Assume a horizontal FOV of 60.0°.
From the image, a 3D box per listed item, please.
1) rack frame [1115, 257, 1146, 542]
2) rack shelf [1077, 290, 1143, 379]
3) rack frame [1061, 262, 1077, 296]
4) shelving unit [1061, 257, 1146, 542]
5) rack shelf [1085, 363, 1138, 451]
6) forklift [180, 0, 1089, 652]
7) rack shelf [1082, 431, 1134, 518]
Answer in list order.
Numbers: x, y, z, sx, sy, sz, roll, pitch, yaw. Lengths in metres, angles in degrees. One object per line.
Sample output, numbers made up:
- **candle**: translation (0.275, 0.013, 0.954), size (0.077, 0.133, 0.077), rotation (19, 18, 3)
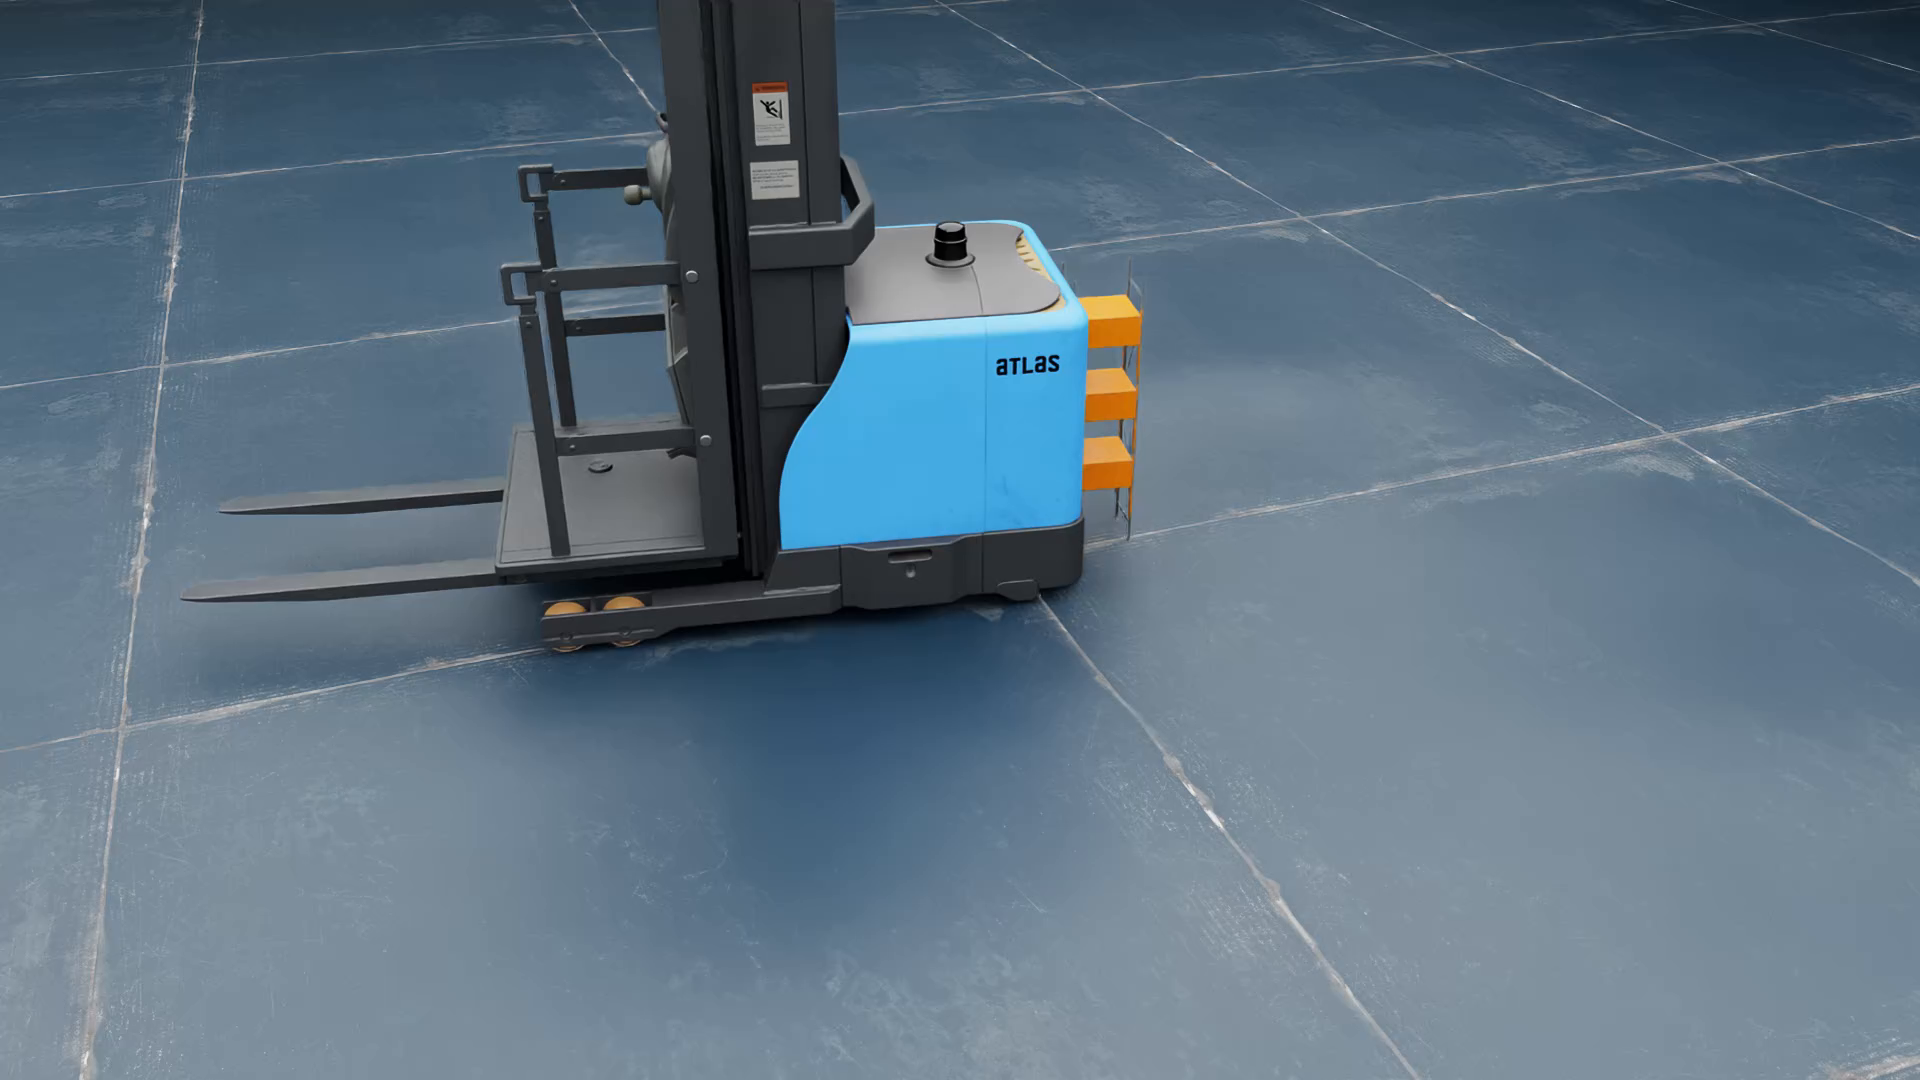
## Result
- **rack frame**: translation (0.618, -0.496, 6.060), size (0.008, 1.050, 0.200), rotation (-5, 30, -9)
- **rack shelf**: translation (0.498, -0.723, 5.906), size (0.240, 0.259, 0.215), rotation (-5, 30, -9)
- **rack frame**: translation (0.378, -0.475, 6.022), size (0.008, 1.050, 0.200), rotation (-5, 30, -9)
- **shelving unit**: translation (0.498, -0.485, 6.041), size (0.252, 1.050, 0.215), rotation (-5, 30, -9)
- **rack shelf**: translation (0.498, -0.476, 6.046), size (0.240, 0.259, 0.215), rotation (-5, 30, -9)
- **forklift**: translation (-1.132, -1.180, 5.361), size (3.031, 2.935, 1.130), rotation (-5, 30, -9)
- **rack shelf**: translation (0.498, -0.234, 6.184), size (0.240, 0.259, 0.215), rotation (-5, 30, -9)
